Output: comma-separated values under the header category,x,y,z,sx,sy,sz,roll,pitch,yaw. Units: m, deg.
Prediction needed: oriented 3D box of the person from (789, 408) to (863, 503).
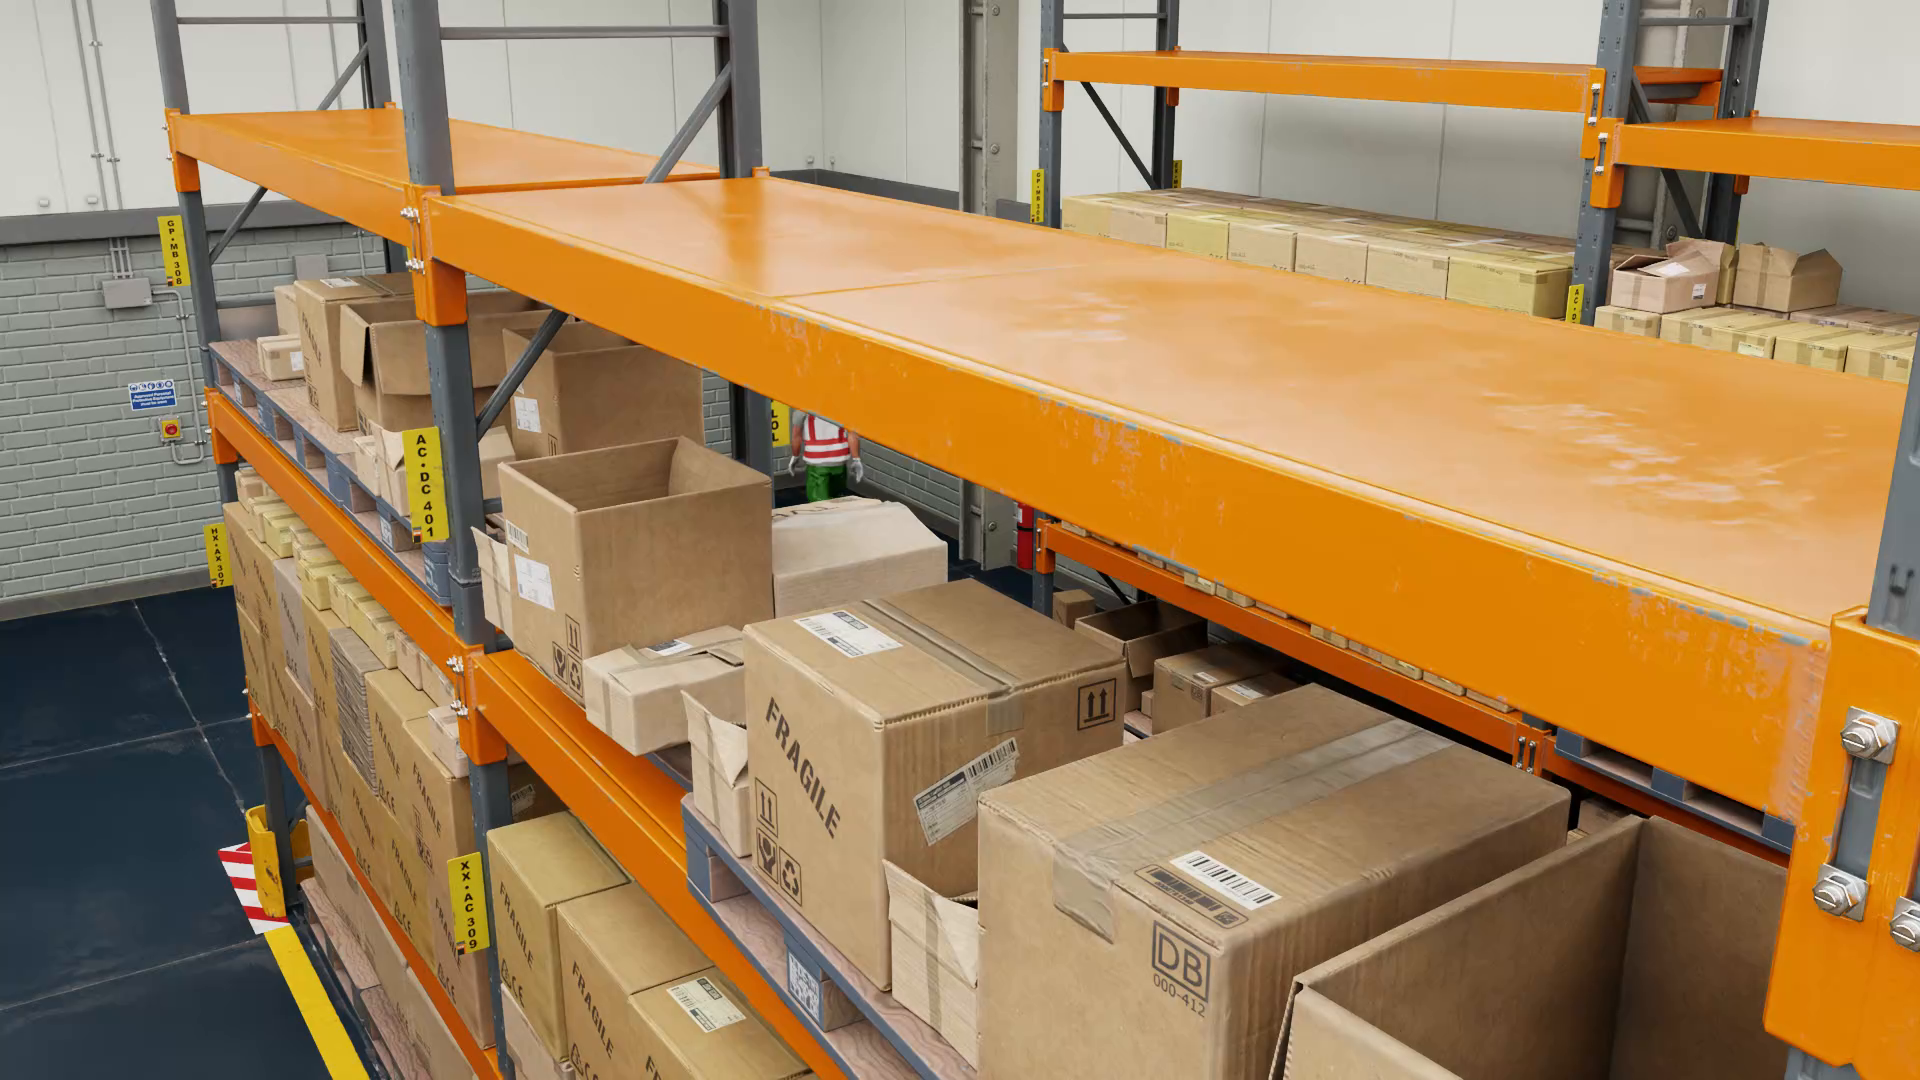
category,x,y,z,sx,sy,sz,roll,pitch,yaw
person,-1.136,-0.670,14.147,0.584,1.744,1.087,-6,19,-18
